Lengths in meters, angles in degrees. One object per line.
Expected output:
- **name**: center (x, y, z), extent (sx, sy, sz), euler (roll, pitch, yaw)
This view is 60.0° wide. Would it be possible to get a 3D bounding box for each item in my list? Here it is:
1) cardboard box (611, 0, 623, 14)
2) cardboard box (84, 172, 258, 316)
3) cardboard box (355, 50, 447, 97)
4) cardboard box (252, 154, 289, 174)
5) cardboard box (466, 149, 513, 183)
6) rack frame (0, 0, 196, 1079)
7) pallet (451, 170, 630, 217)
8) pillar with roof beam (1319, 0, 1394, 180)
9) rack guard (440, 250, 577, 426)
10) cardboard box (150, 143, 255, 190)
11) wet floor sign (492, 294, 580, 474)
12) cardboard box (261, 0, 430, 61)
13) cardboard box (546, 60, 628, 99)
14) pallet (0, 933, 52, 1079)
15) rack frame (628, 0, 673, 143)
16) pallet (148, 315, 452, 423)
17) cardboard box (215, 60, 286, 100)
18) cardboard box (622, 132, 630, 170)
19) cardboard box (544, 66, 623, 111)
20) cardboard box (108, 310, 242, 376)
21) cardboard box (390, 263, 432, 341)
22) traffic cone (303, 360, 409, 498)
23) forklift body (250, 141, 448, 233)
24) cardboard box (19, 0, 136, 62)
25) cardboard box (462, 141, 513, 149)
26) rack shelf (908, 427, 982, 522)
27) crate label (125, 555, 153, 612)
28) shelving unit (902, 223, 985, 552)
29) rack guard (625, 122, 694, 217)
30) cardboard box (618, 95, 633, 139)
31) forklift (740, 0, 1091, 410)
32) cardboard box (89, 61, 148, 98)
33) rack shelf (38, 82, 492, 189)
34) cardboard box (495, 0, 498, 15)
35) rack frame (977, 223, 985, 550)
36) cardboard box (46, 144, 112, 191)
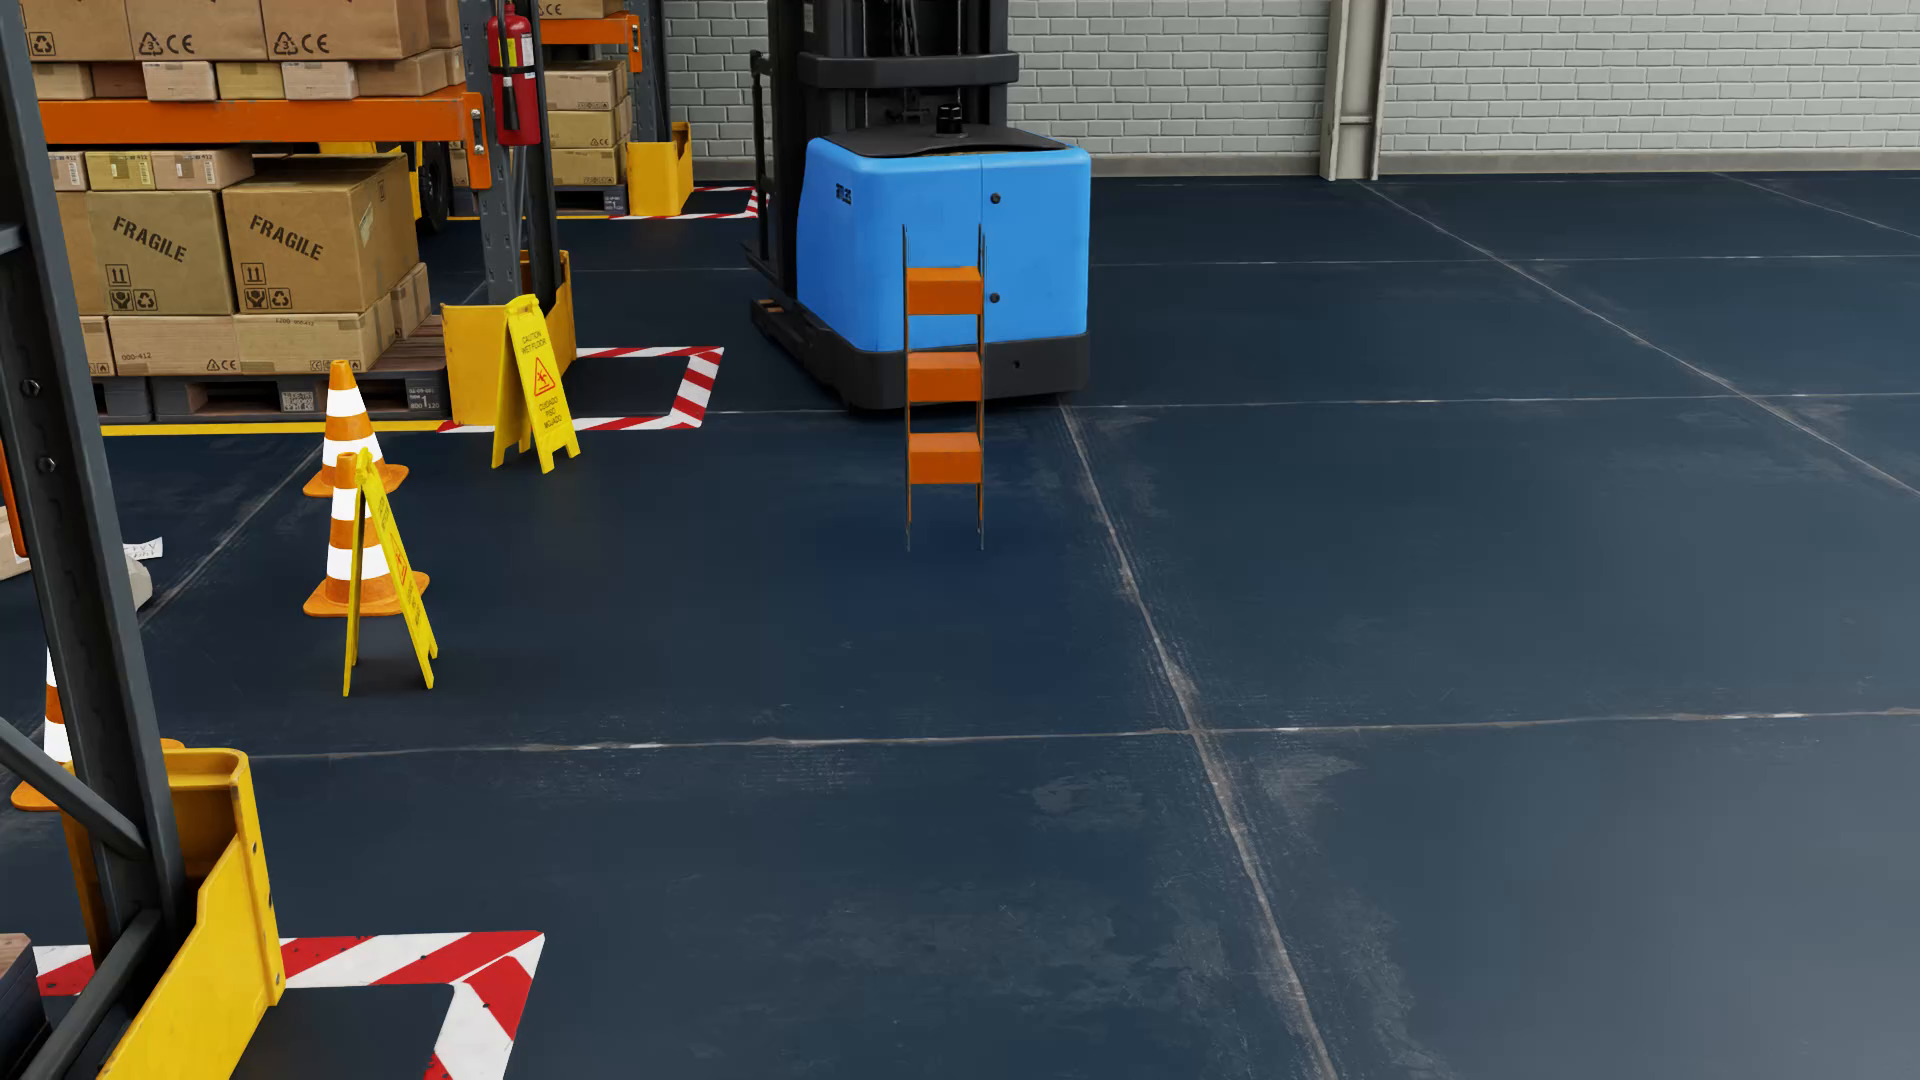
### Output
- **cardboard box**: center (-2.684, -3.982, 11.723), extent (0.500, 0.500, 0.500), euler (0, 21, -1)
- **cardboard box**: center (-3.193, -1.224, 6.841), extent (0.500, 0.500, 0.500), euler (0, 21, -1)
- **cardboard box**: center (-2.248, -1.882, 6.702), extent (0.250, 0.149, 0.380), euler (0, 21, -1)
- **cardboard box**: center (-3.253, -1.414, 7.340), extent (0.500, 0.500, 0.500), euler (-2, 21, -5)
- **cardboard box**: center (-3.122, -2.629, 11.585), extent (0.500, 0.250, 0.500), euler (-1, 21, -3)
- **rack frame**: center (-1.503, -0.327, 2.264), extent (0.127, 3.000, 1.000), euler (-1, 21, -3)
- **pallet**: center (-2.935, -2.513, 11.925), extent (1.213, 0.211, 1.003), euler (-1, 21, -3)
- **pillar with roof beam**: center (3.316, -5.549, 7.548), extent (0.400, 9.000, 9.100), euler (-1, 21, -3)
- **rack guard**: center (-1.963, -0.914, 7.318), extent (0.348, 0.500, 1.175), euler (-1, 21, -3)
- **cardboard box**: center (-3.034, -1.508, 6.675), extent (0.250, 0.149, 0.380), euler (-1, 21, -1)
- **wet floor sign**: center (-1.636, -0.607, 6.308), extent (0.232, 0.644, 0.267), euler (6, 22, 16)
- **cardboard box**: center (-2.413, -2.160, 6.520), extent (0.500, 0.500, 0.500), euler (-2, 21, -4)
- **cardboard box**: center (-2.664, -3.282, 11.896), extent (0.500, 0.250, 0.500), euler (-1, 21, -4)
- **pallet**: center (-2.297, 1.020, 2.645), extent (1.213, 0.211, 1.003), euler (-1, 21, -3)
- **rack frame**: center (-2.174, -3.846, 11.508), extent (0.127, 3.000, 1.000), euler (-1, 21, -3)
- **pallet**: center (-2.776, -0.775, 7.359), extent (1.213, 0.211, 1.003), euler (-1, 21, -3)
- **cardboard box**: center (-2.752, -1.840, 6.592), extent (0.250, 0.149, 0.380), euler (-2, 21, -4)
- **cardboard box**: center (-2.675, -2.817, 12.079), extent (0.500, 0.250, 0.500), euler (-1, 21, -3)
- **cardboard box**: center (-2.616, -3.105, 11.429), extent (0.500, 0.250, 0.500), euler (0, 21, -1)
- **cardboard box**: center (-3.196, -0.875, 6.977), extent (0.500, 0.250, 0.500), euler (-1, 21, -3)
- **cardboard box**: center (-2.708, -1.076, 7.507), extent (0.500, 0.250, 0.500), euler (-1, 21, -3)
- **traffic cone**: center (-2.242, -0.431, 6.102), extent (0.334, 0.463, 0.336), euler (-1, 21, -3)
- **forklift body**: center (-3.963, -2.763, 9.856), extent (1.214, 2.155, 2.313), euler (-1, 21, -3)
- **cardboard box**: center (-3.413, -2.143, 6.475), extent (0.500, 0.500, 0.500), euler (-1, 21, -3)
- **cardboard box**: center (-3.143, -2.864, 11.500), extent (0.500, 0.250, 0.500), euler (-1, 21, -4)
- **rack shelf**: center (-0.053, -0.220, 5.534), extent (0.240, 0.259, 0.215), euler (-1, 21, -3)
- **crate label**: center (-2.621, 0.147, 5.043), extent (0.298, 0.136, 0.250), euler (-13, 24, -31)
- **shelving unit**: center (-0.053, -0.490, 5.431), extent (0.252, 1.050, 0.215), euler (-1, 21, -3)
- **rack guard**: center (-2.150, -2.679, 11.954), extent (0.348, 0.500, 1.175), euler (-1, 21, -3)
- **cardboard box**: center (-2.655, -3.056, 12.003), extent (0.500, 0.250, 0.500), euler (-1, 21, -2)
- **forklift**: center (-0.418, -2.396, 7.794), extent (1.130, 2.935, 3.031), euler (-7, 22, -18)
- **cardboard box**: center (-3.271, -1.869, 6.667), extent (0.250, 0.149, 0.380), euler (-1, 21, -2)
- **rack shelf**: center (-3.883, -1.706, 6.899), extent (4.000, 0.370, 1.077), euler (-1, 21, -3)
- **cardboard box**: center (-3.169, -3.783, 11.200), extent (0.500, 0.500, 0.500), euler (-1, 21, -1)
- **rack frame**: center (0.068, -0.492, 5.438), extent (0.008, 1.050, 0.200), euler (-1, 21, -3)
- **cardboard box**: center (-3.549, -1.499, 6.652), extent (0.250, 0.149, 0.380), euler (0, 21, -1)
